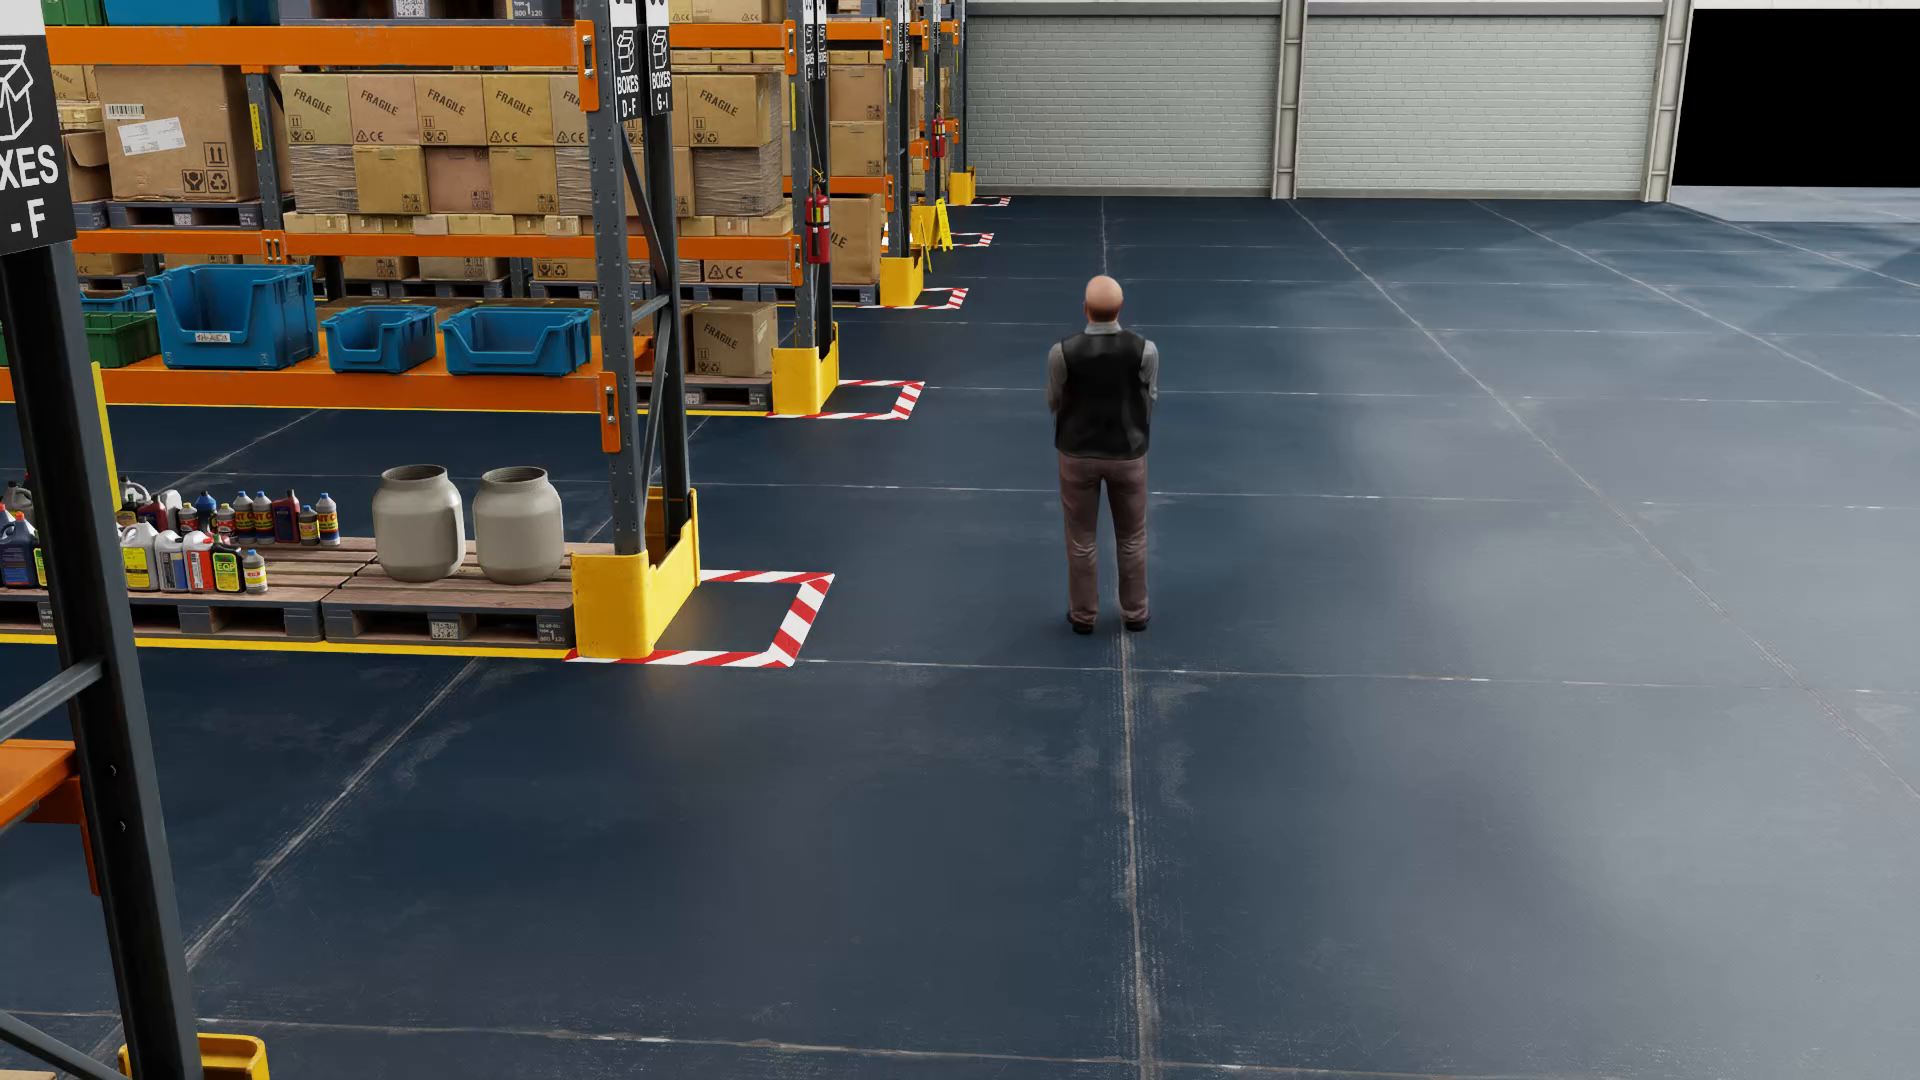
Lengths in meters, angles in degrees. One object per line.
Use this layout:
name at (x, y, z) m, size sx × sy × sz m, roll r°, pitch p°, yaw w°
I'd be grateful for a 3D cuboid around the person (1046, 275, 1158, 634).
person at (0.674, -0.402, 7.865) m, size 0.544 × 1.726 × 0.504 m, roll 1°, pitch 17°, yaw 2°
